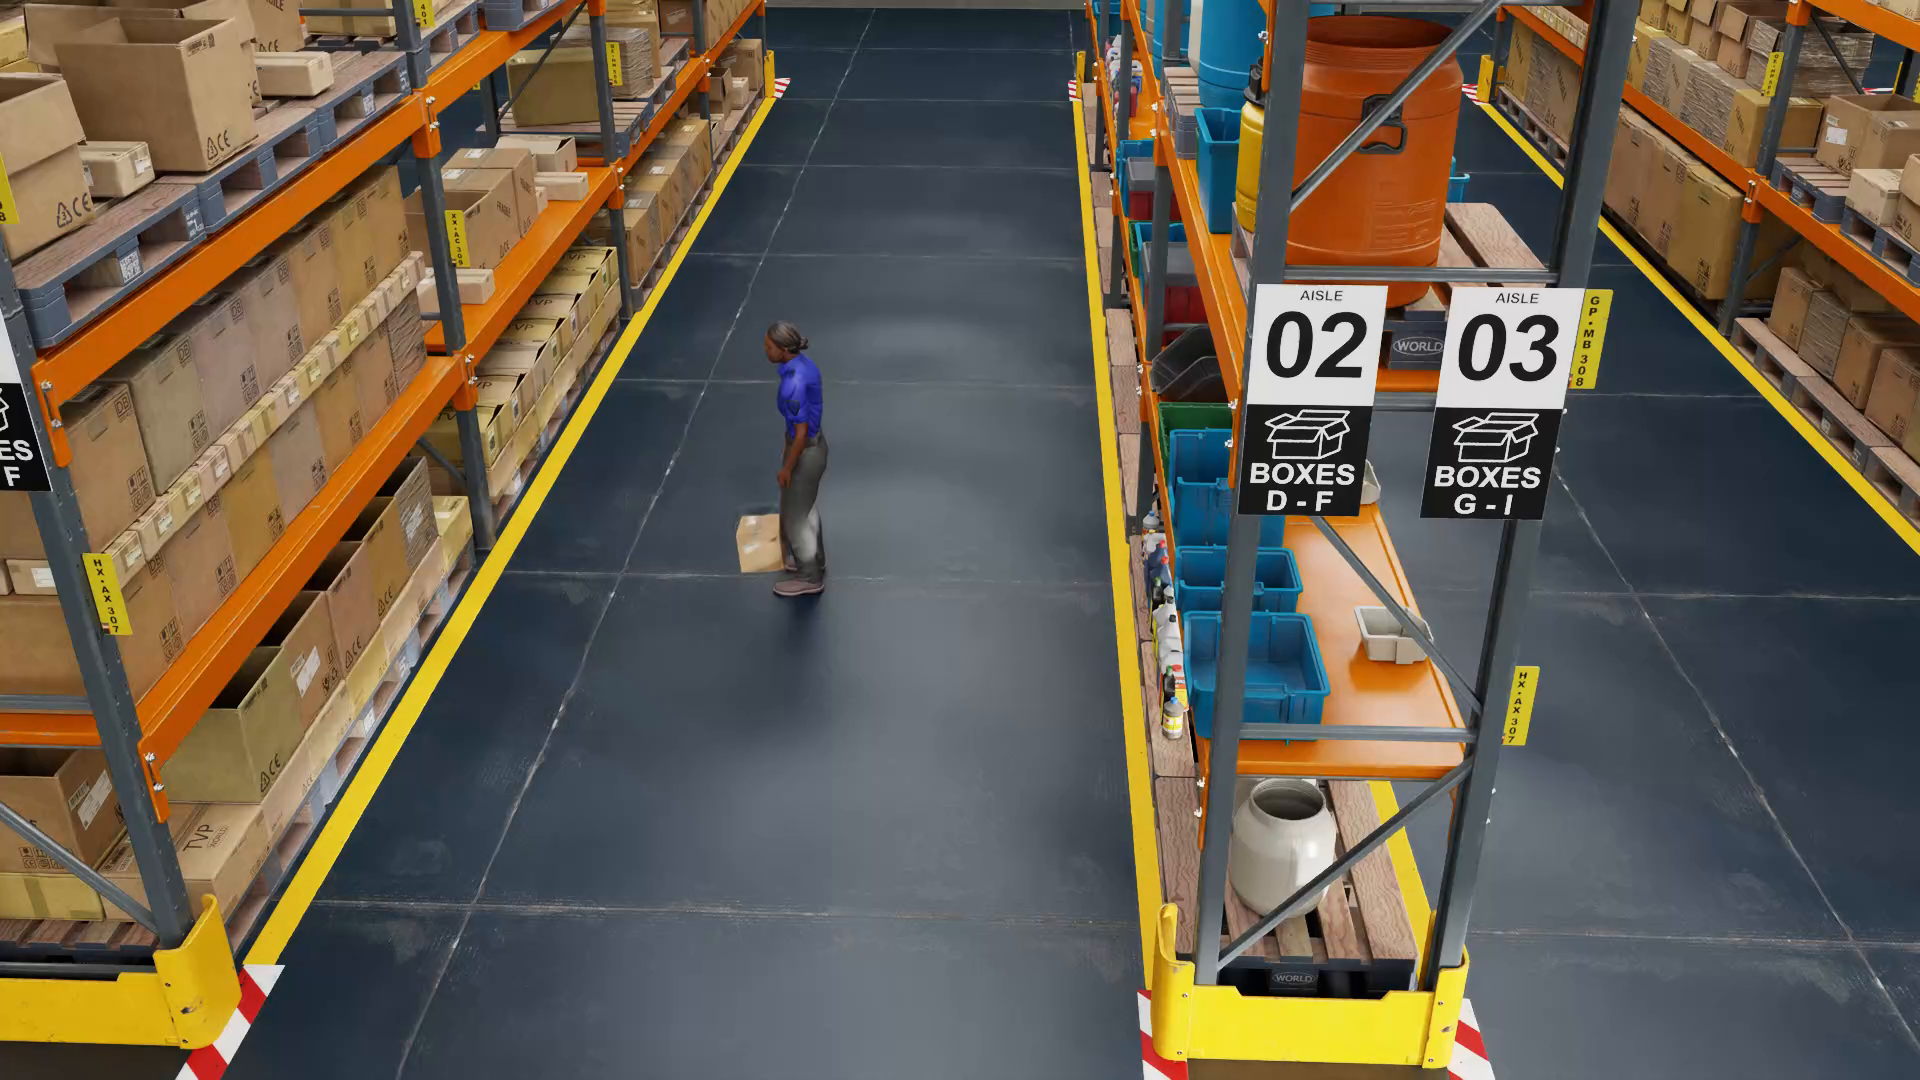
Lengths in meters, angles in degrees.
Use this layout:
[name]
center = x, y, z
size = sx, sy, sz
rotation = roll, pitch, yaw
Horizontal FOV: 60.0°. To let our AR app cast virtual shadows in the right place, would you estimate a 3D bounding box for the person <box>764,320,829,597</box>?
[person]
center = -0.927, -0.483, 9.528
size = 0.344, 1.657, 0.500
rotation = 0, 28, 0
